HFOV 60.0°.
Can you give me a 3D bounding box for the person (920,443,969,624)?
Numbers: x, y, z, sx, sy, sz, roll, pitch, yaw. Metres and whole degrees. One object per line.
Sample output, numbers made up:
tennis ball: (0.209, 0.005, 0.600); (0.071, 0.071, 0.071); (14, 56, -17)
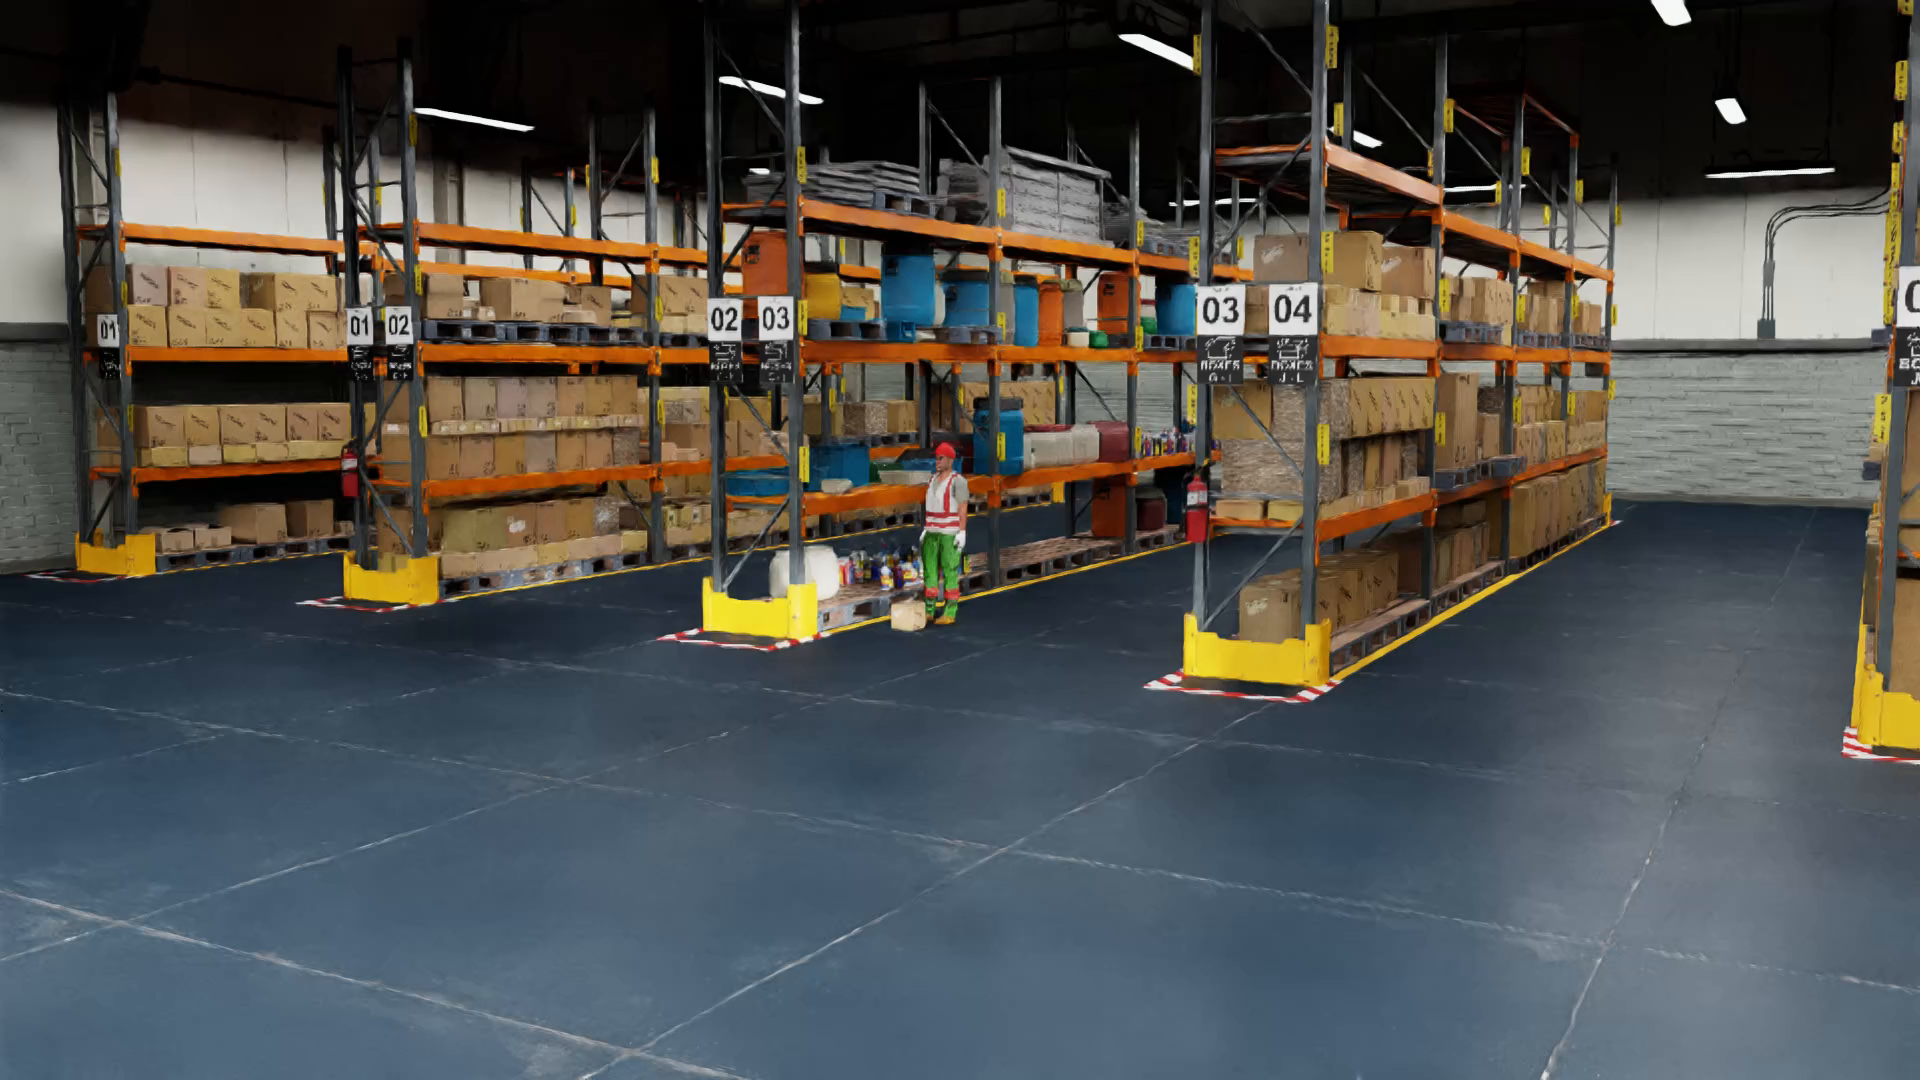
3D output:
person: (-0.188, -0.061, 16.480); (0.580, 1.794, 0.407); (5, 8, 42)
